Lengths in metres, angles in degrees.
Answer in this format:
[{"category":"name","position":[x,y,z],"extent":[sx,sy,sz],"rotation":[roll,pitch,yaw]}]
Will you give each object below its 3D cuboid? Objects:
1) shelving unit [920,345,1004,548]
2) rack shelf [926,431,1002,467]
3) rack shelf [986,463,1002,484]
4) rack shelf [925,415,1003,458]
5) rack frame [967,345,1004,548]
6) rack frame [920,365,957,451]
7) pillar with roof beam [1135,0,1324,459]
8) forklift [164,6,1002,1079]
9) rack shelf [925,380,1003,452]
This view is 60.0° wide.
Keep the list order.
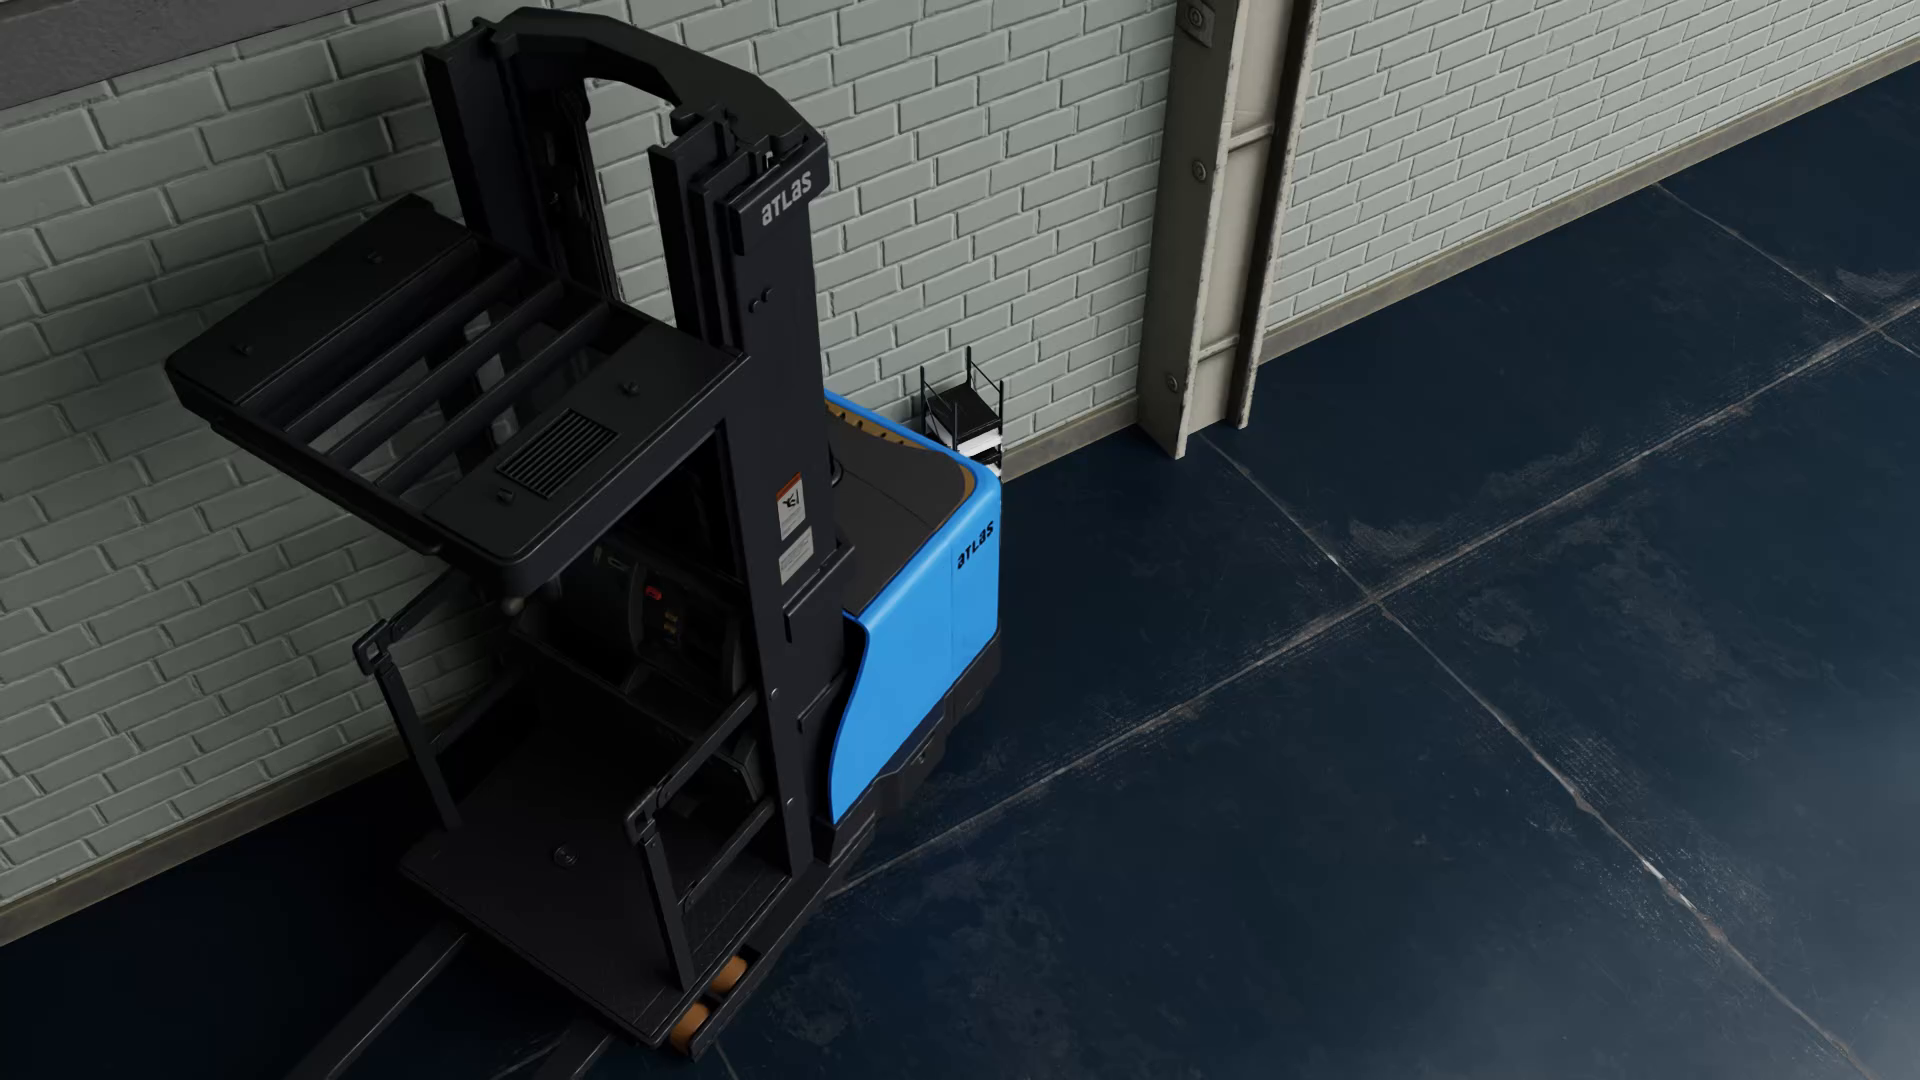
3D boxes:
[{"category":"shelving unit","position":[0.007,-0.303,6.362],"extent":[0.210,0.900,0.258],"rotation":[-25,53,-21]},{"category":"rack shelf","position":[0.007,-0.340,6.320],"extent":[0.200,0.077,0.258],"rotation":[-25,53,-21]},{"category":"rack shelf","position":[0.007,-0.280,6.387],"extent":[0.200,0.077,0.258],"rotation":[-25,53,-21]},{"category":"rack shelf","position":[0.007,-0.400,6.253],"extent":[0.200,0.077,0.258],"rotation":[-25,53,-21]},{"category":"rack frame","position":[0.093,-0.343,6.398],"extent":[0.006,0.900,0.240],"rotation":[-25,53,-21]},{"category":"rack frame","position":[-0.079,-0.262,6.326],"extent":[0.006,0.900,0.240],"rotation":[-25,53,-21]},{"category":"pillar with roof beam","position":[3.286,-0.786,1.370],"extent":[0.400,9.000,9.100],"rotation":[-25,53,-21]},{"category":"forklift","position":[-1.090,0.233,4.525],"extent":[1.130,2.935,3.031],"rotation":[27,54,22]},{"category":"rack shelf","position":[0.007,-0.460,6.185],"extent":[0.200,0.077,0.258],"rotation":[-25,53,-21]}]
